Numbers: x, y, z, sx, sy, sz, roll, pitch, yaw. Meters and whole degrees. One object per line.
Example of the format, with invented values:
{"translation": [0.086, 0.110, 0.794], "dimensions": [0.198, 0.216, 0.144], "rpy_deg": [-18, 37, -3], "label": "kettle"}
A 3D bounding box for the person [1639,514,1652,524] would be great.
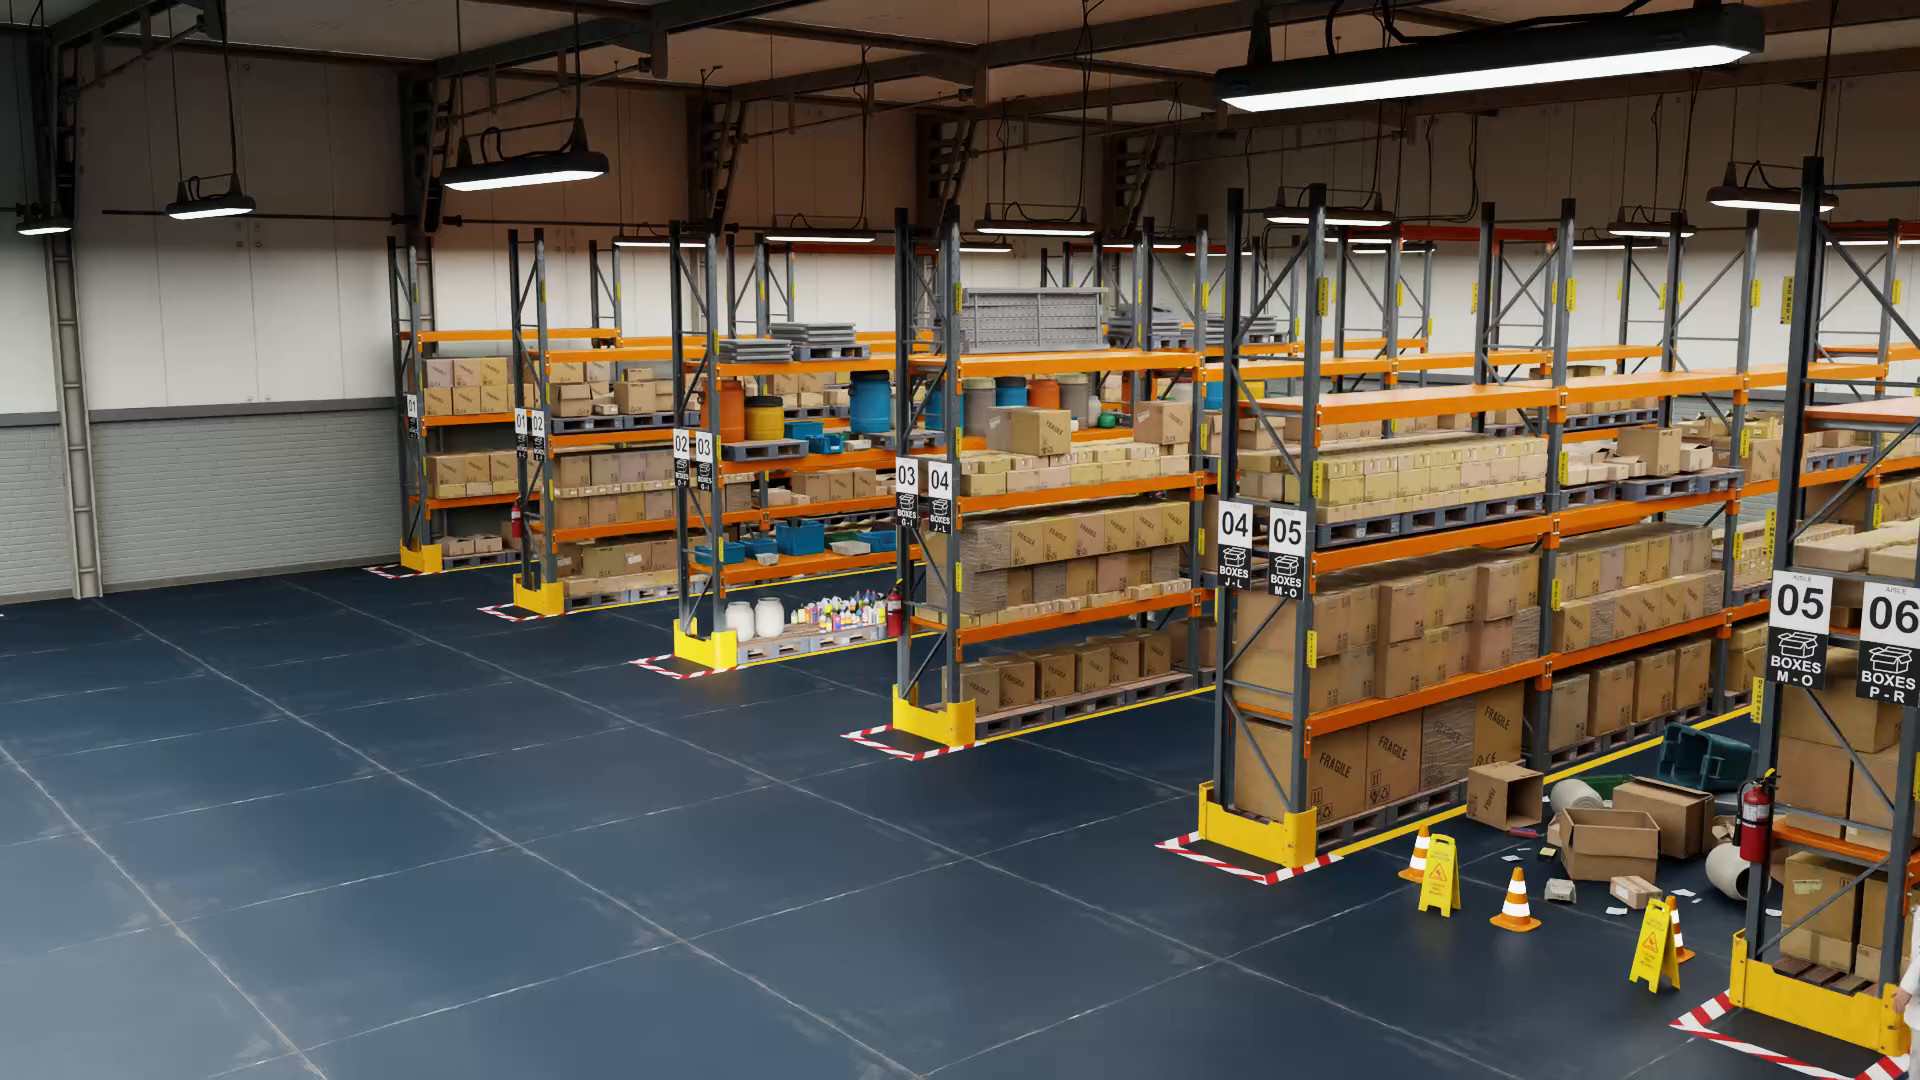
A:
{"translation": [10.776, 0.268, 26.199], "dimensions": [0.411, 1.765, 0.555], "rpy_deg": [7, 11, 37], "label": "person"}

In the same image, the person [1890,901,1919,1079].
{"translation": [5.955, 2.747, 10.151], "dimensions": [0.527, 1.800, 0.574], "rpy_deg": [3, 9, 21], "label": "person"}

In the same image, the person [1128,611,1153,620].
{"translation": [2.807, 0.409, 25.603], "dimensions": [0.519, 1.684, 0.369], "rpy_deg": [-7, 11, -39], "label": "person"}
